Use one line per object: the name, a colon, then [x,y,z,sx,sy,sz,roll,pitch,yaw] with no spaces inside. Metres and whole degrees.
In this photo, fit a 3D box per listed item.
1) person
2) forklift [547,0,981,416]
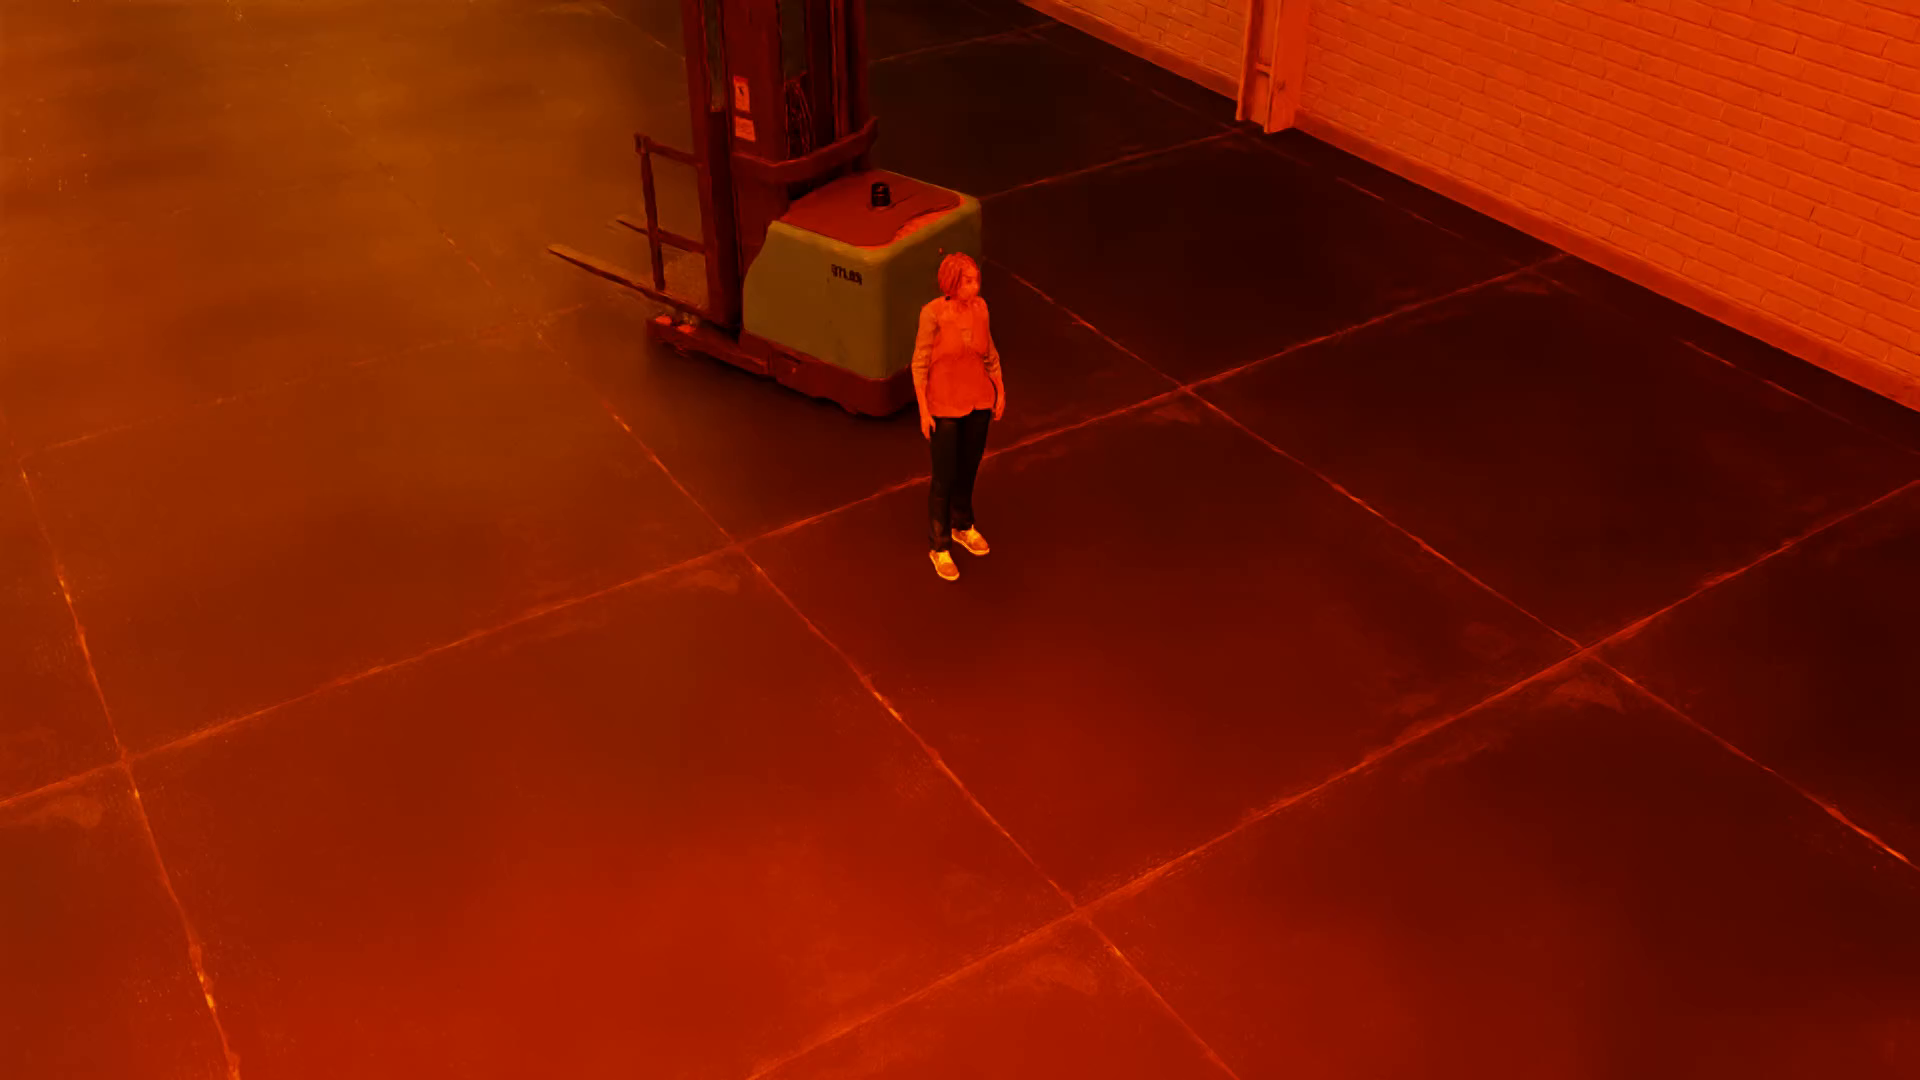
person: [0.029,-0.619,8.177,0.520,1.597,0.474,-21,40,-27]
forklift: [-1.344,-2.594,9.840,3.031,2.935,1.130,23,41,29]
